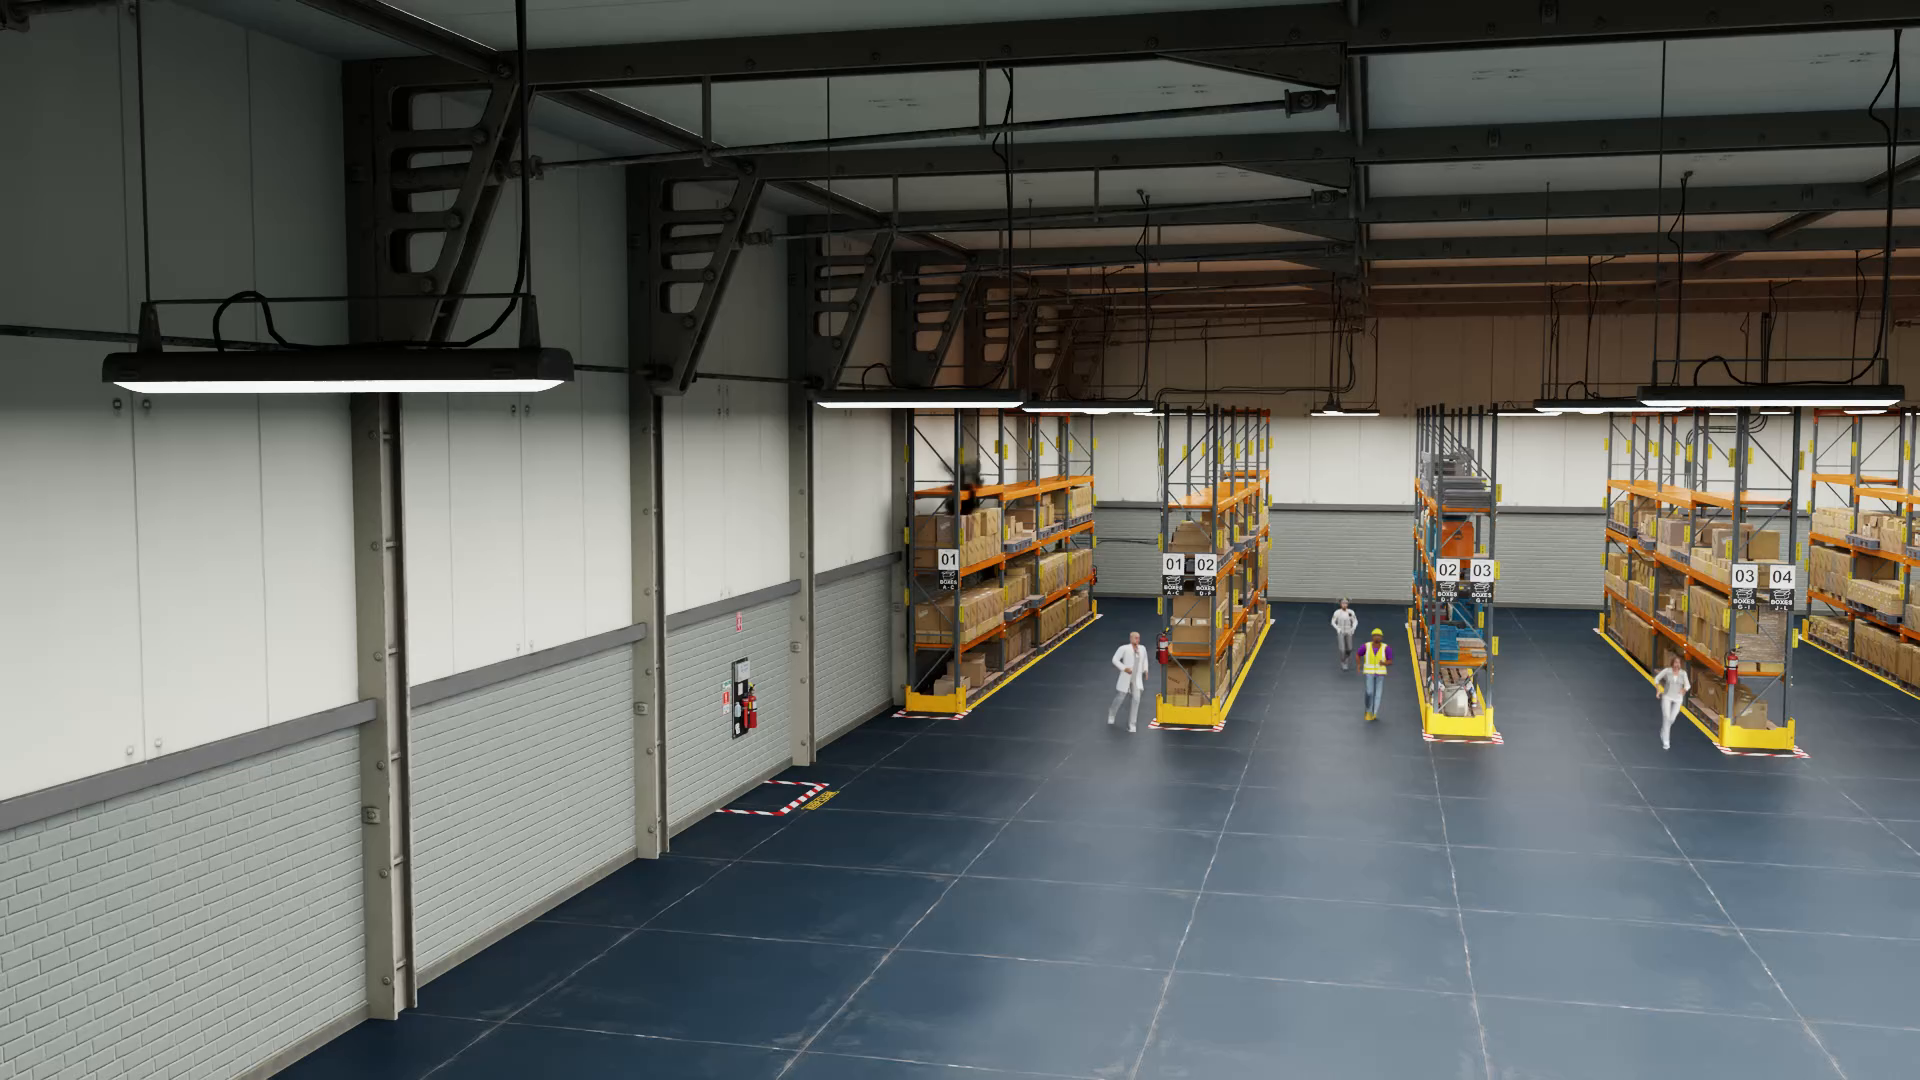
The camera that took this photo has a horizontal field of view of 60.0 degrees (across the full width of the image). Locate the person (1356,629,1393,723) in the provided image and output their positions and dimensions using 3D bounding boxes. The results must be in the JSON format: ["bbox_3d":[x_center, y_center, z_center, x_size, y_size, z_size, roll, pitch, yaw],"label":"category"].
[{"bbox_3d":[7.850,2.558,31.467,0.666,1.767,0.651,1,4,9],"label":"person"}]

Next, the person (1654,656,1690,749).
[{"bbox_3d":[12.487,2.815,29.135,0.570,1.583,0.812,1,4,12],"label":"person"}]

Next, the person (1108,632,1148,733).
[{"bbox_3d":[3.185,2.599,30.807,0.762,1.791,0.968,-1,4,-15],"label":"person"}]

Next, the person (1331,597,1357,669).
[{"bbox_3d":[8.788,2.133,37.981,0.592,1.646,0.539,0,4,7],"label":"person"}]
